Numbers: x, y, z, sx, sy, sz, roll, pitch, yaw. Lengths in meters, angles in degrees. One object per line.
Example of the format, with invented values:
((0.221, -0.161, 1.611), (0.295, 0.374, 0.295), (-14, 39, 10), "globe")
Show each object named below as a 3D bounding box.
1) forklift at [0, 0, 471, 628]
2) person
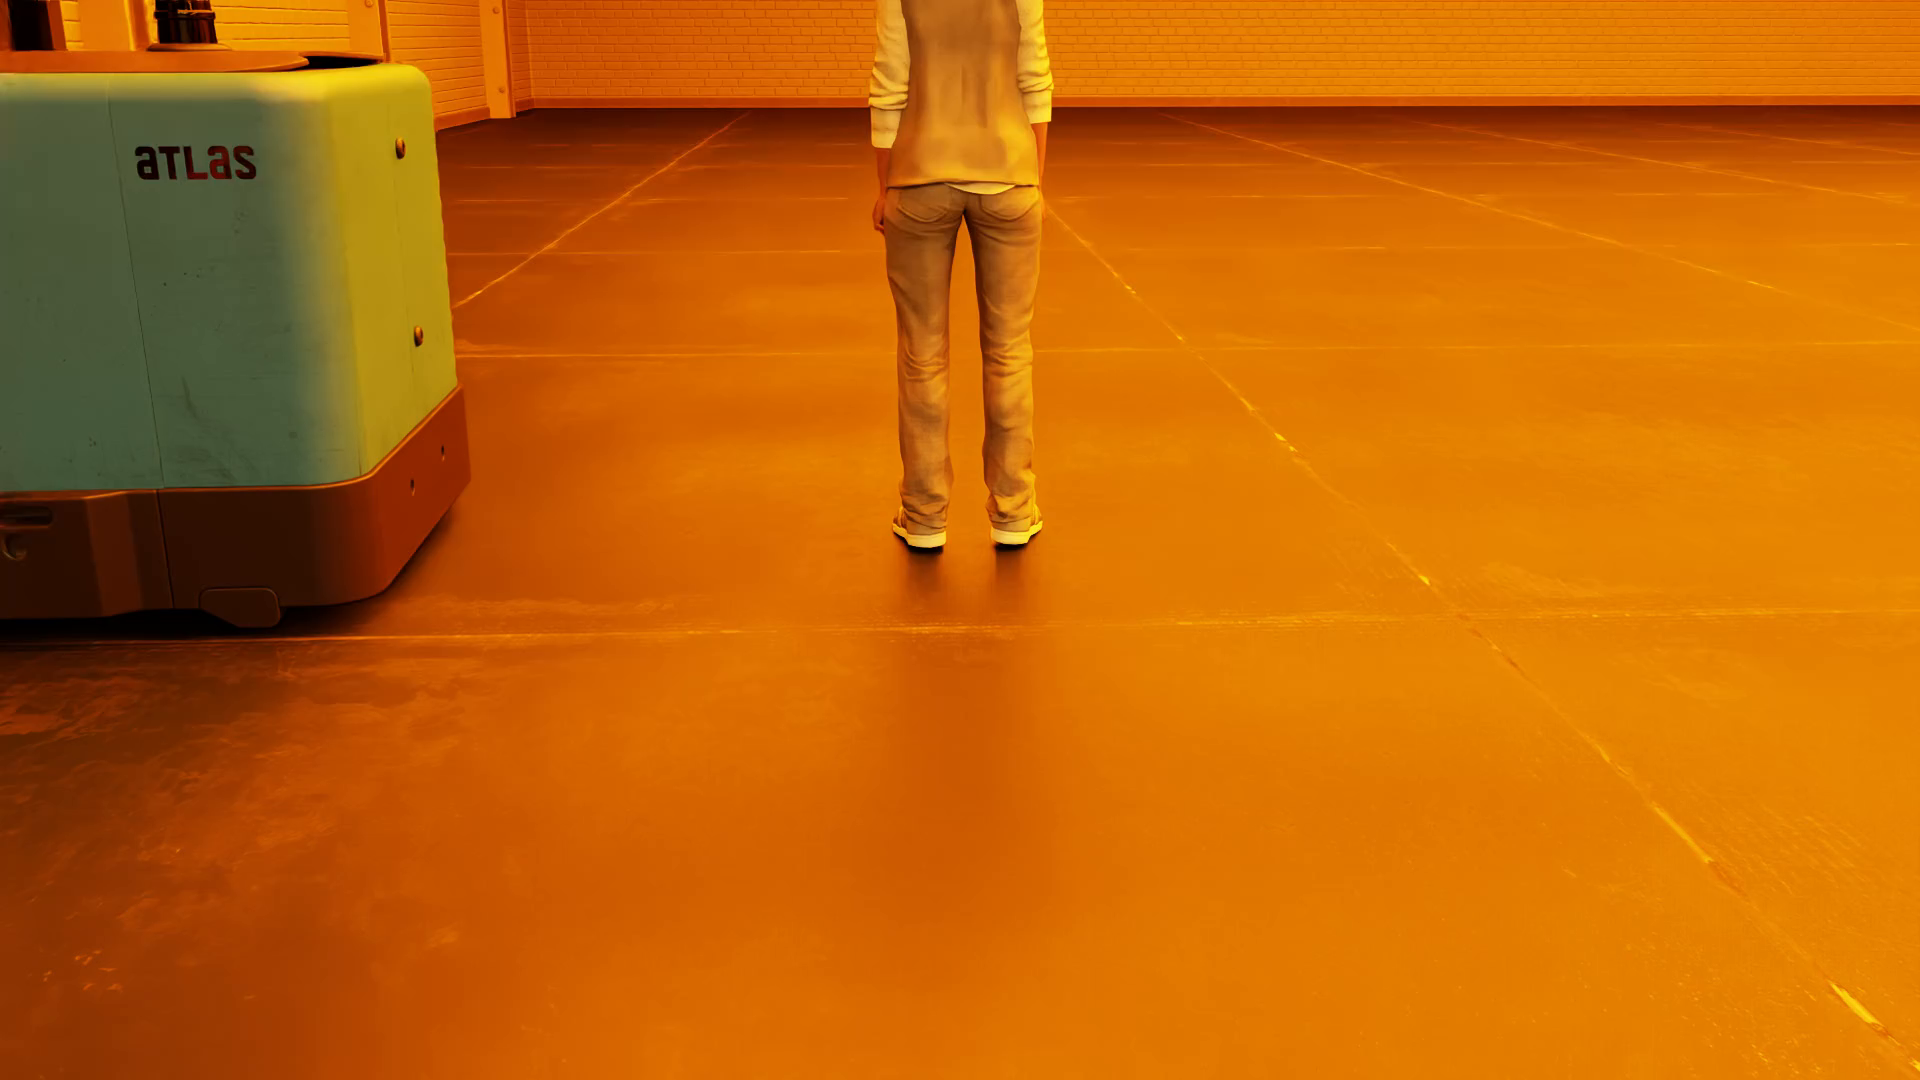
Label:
((-2.700, -1.323, 3.234), (3.031, 2.935, 1.130), (-1, 17, -4), "forklift")
((0.001, -0.764, 3.686), (0.402, 1.601, 0.326), (-1, 17, -3), "person")
